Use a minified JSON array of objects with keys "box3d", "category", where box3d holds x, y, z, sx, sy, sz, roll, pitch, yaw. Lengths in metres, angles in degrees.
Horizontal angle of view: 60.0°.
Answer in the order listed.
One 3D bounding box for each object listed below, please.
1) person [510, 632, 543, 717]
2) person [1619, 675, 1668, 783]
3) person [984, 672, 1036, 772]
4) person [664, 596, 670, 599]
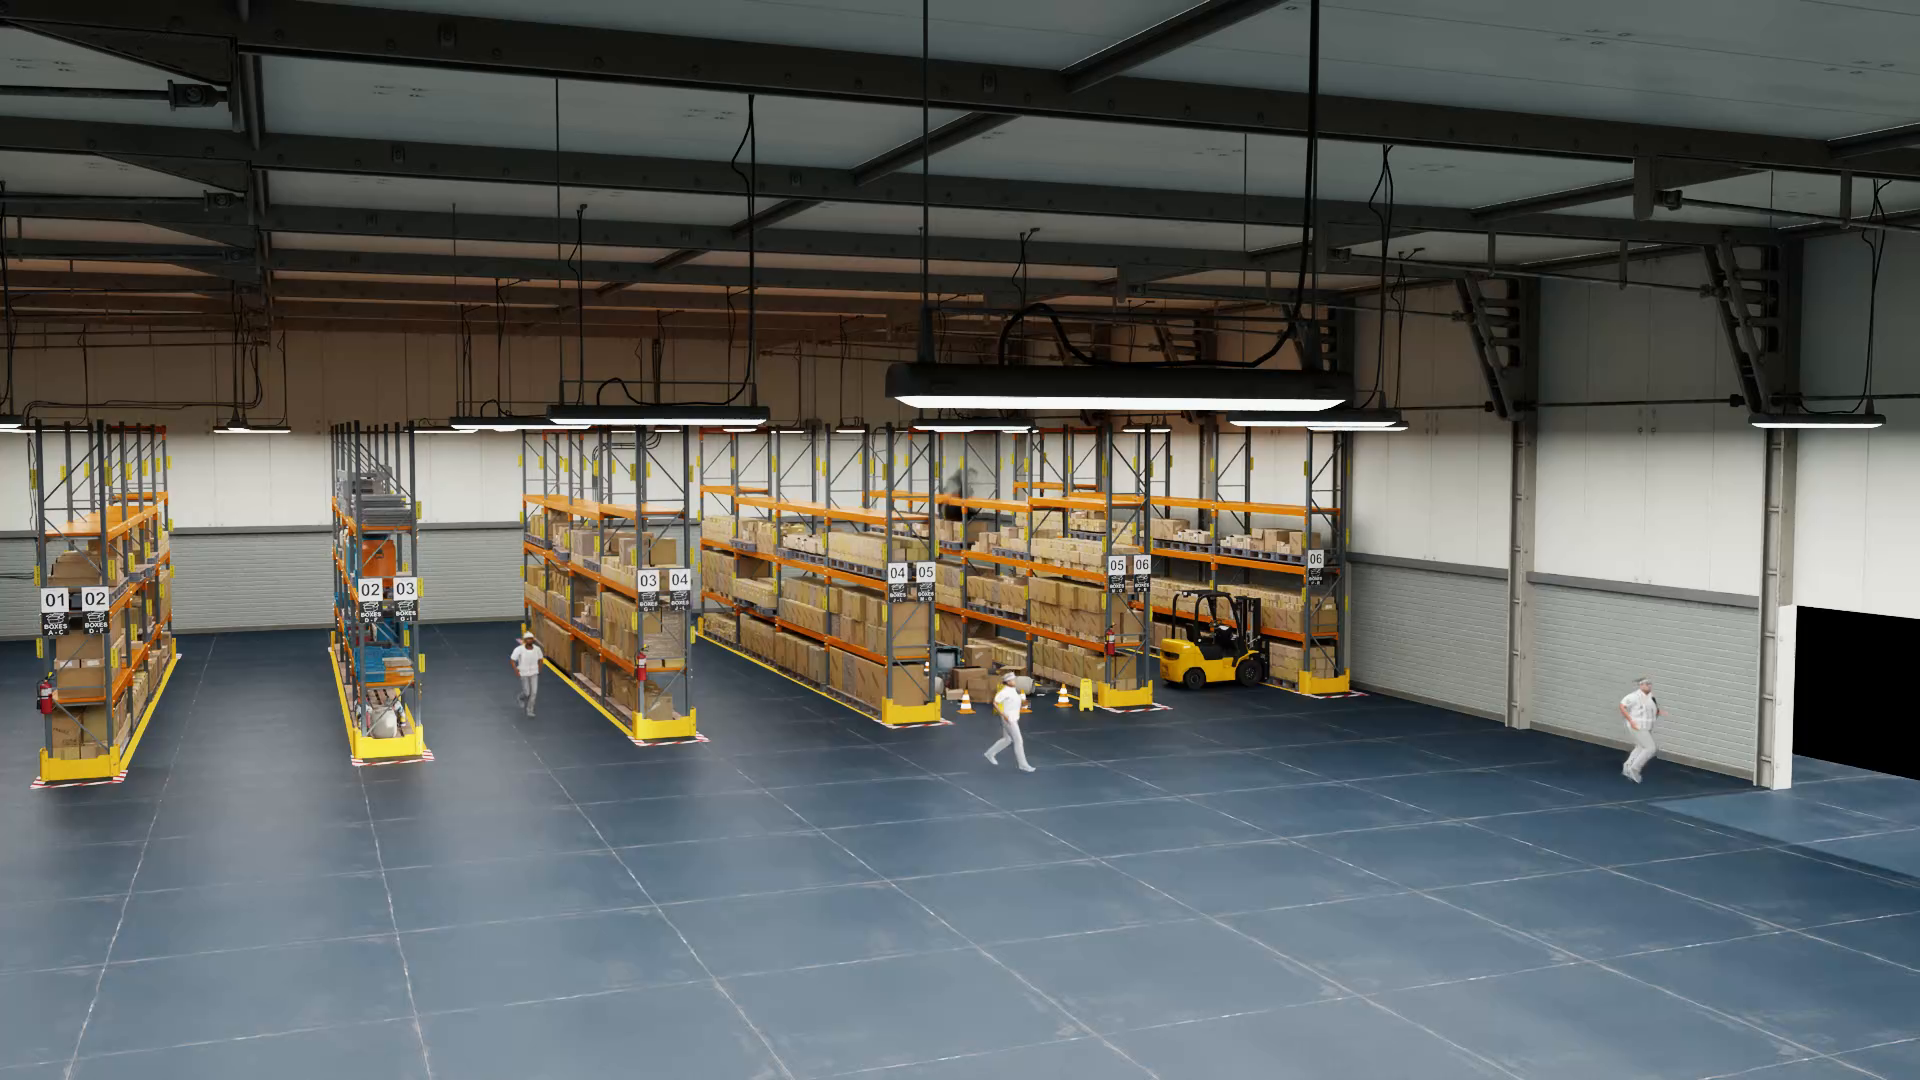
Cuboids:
[{"box3d":[-8.842,2.745,34.053,0.697,1.725,0.624,-2,4,-33],"category":"person"},{"box3d":[11.350,3.132,27.575,0.631,1.811,0.709,-3,5,-42],"category":"person"},{"box3d":[0.845,3.079,28.389,0.941,1.684,0.574,1,4,15],"category":"person"},{"box3d":[-8.051,2.010,46.158,0.586,1.691,0.829,-1,4,-15],"category":"person"}]
